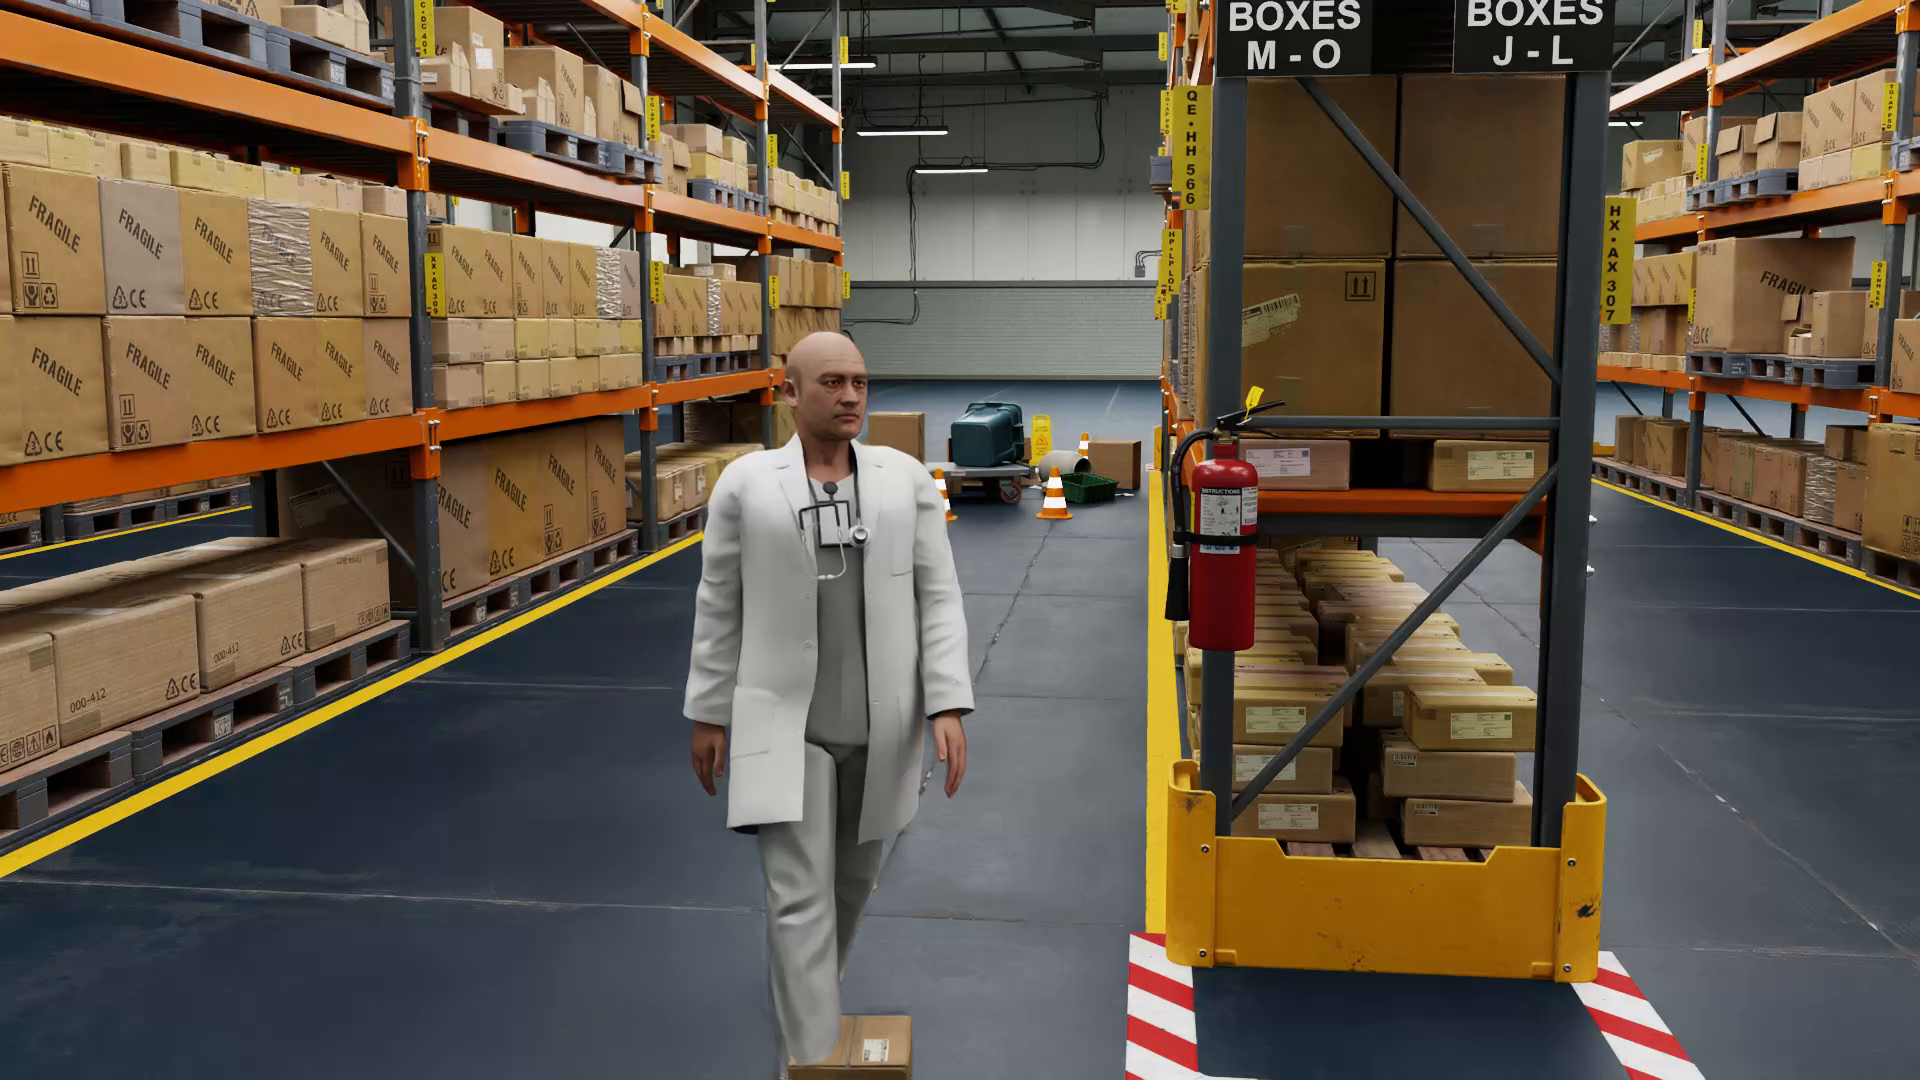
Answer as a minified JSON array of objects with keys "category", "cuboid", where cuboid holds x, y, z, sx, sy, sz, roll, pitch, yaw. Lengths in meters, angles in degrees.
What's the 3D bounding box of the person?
[{"category":"person","cuboid":[-0.282,0.408,3.717,0.626,1.732,1.087,-2,8,-16]}]
